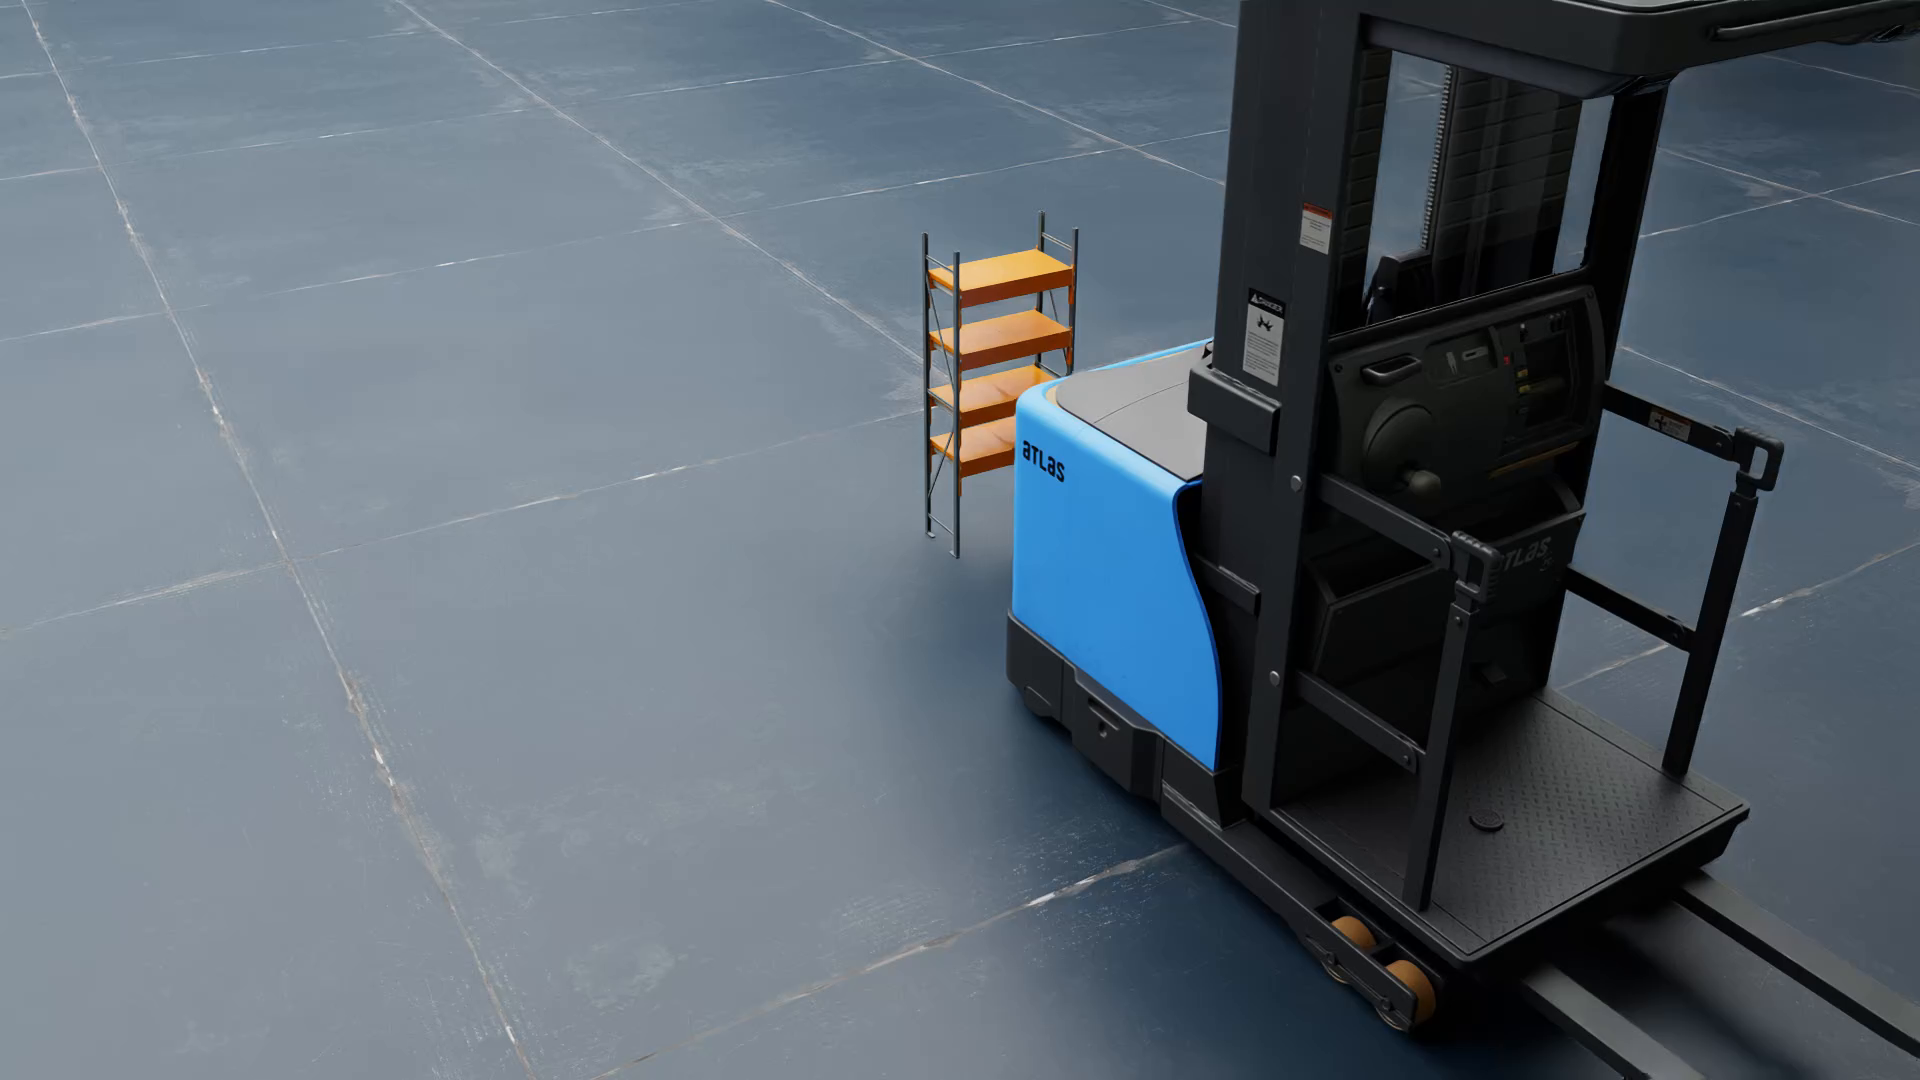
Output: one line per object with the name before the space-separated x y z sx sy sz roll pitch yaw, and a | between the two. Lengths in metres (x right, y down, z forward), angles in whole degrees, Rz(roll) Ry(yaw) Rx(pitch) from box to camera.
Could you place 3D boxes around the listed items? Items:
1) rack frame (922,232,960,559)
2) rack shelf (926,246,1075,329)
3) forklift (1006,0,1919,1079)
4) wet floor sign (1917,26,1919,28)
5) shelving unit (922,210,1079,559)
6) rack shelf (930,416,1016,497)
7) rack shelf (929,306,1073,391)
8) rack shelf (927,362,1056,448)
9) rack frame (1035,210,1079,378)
rack frame | -0.068 -0.506 6.045 0.015 1.200 0.240 -16 33 -26
rack shelf | 0.143 -0.910 5.964 0.480 0.148 0.258 -16 33 -26
forklift | 1.372 -0.324 3.923 1.130 2.935 3.031 -17 33 -28
wet floor sign | 8.429 -4.717 14.250 0.232 0.644 0.267 -22 36 -35
shelving unit | 0.143 -0.566 6.154 0.503 1.200 0.258 -16 33 -26
rack shelf | 0.143 -0.333 6.282 0.480 0.148 0.258 -16 33 -26
rack shelf | 0.143 -0.703 6.078 0.480 0.148 0.258 -16 33 -26
rack shelf | 0.143 -0.507 6.186 0.480 0.148 0.258 -16 33 -26
rack frame | 0.353 -0.626 6.262 0.015 1.200 0.240 -16 33 -26
